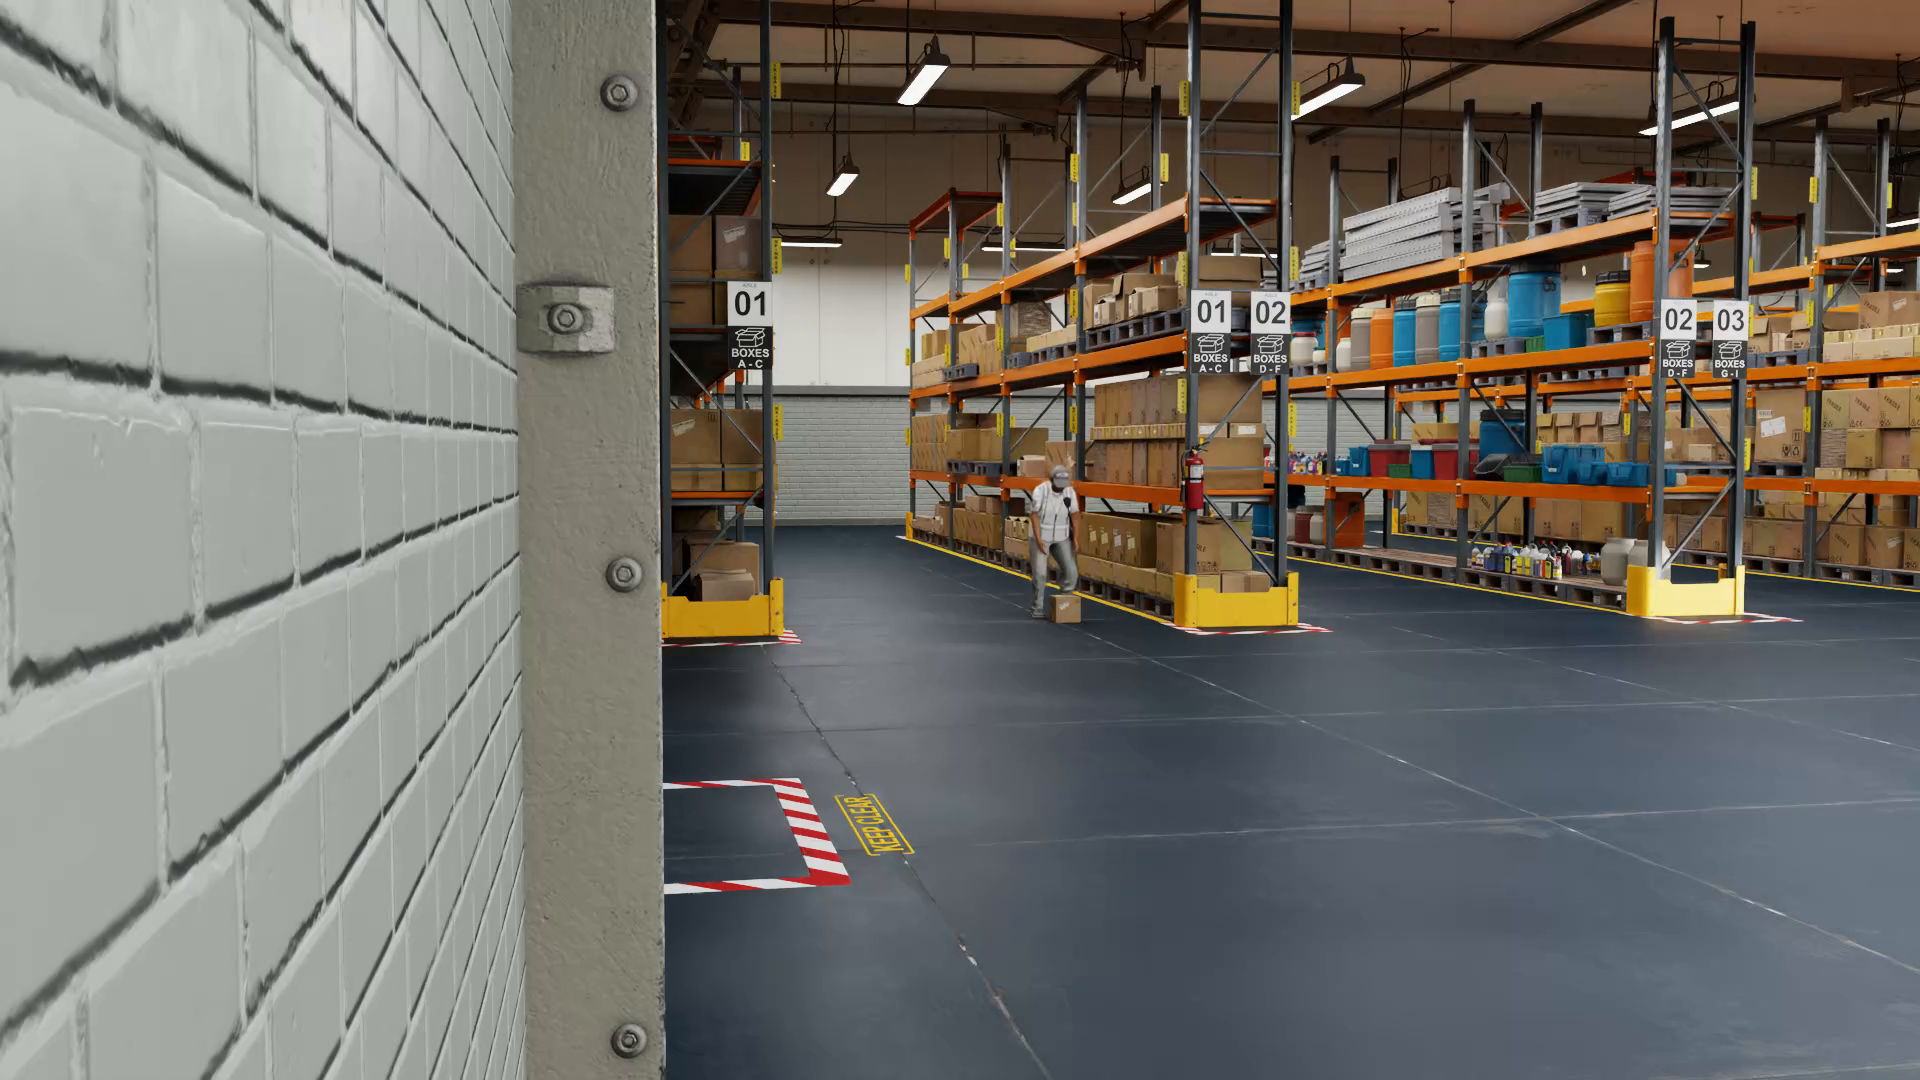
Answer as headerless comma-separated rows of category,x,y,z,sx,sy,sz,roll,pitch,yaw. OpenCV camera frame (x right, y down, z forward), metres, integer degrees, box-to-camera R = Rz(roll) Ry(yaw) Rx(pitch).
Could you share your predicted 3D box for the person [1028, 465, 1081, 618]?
person,0.959,0.017,16.764,0.519,1.541,0.591,-1,3,-12
